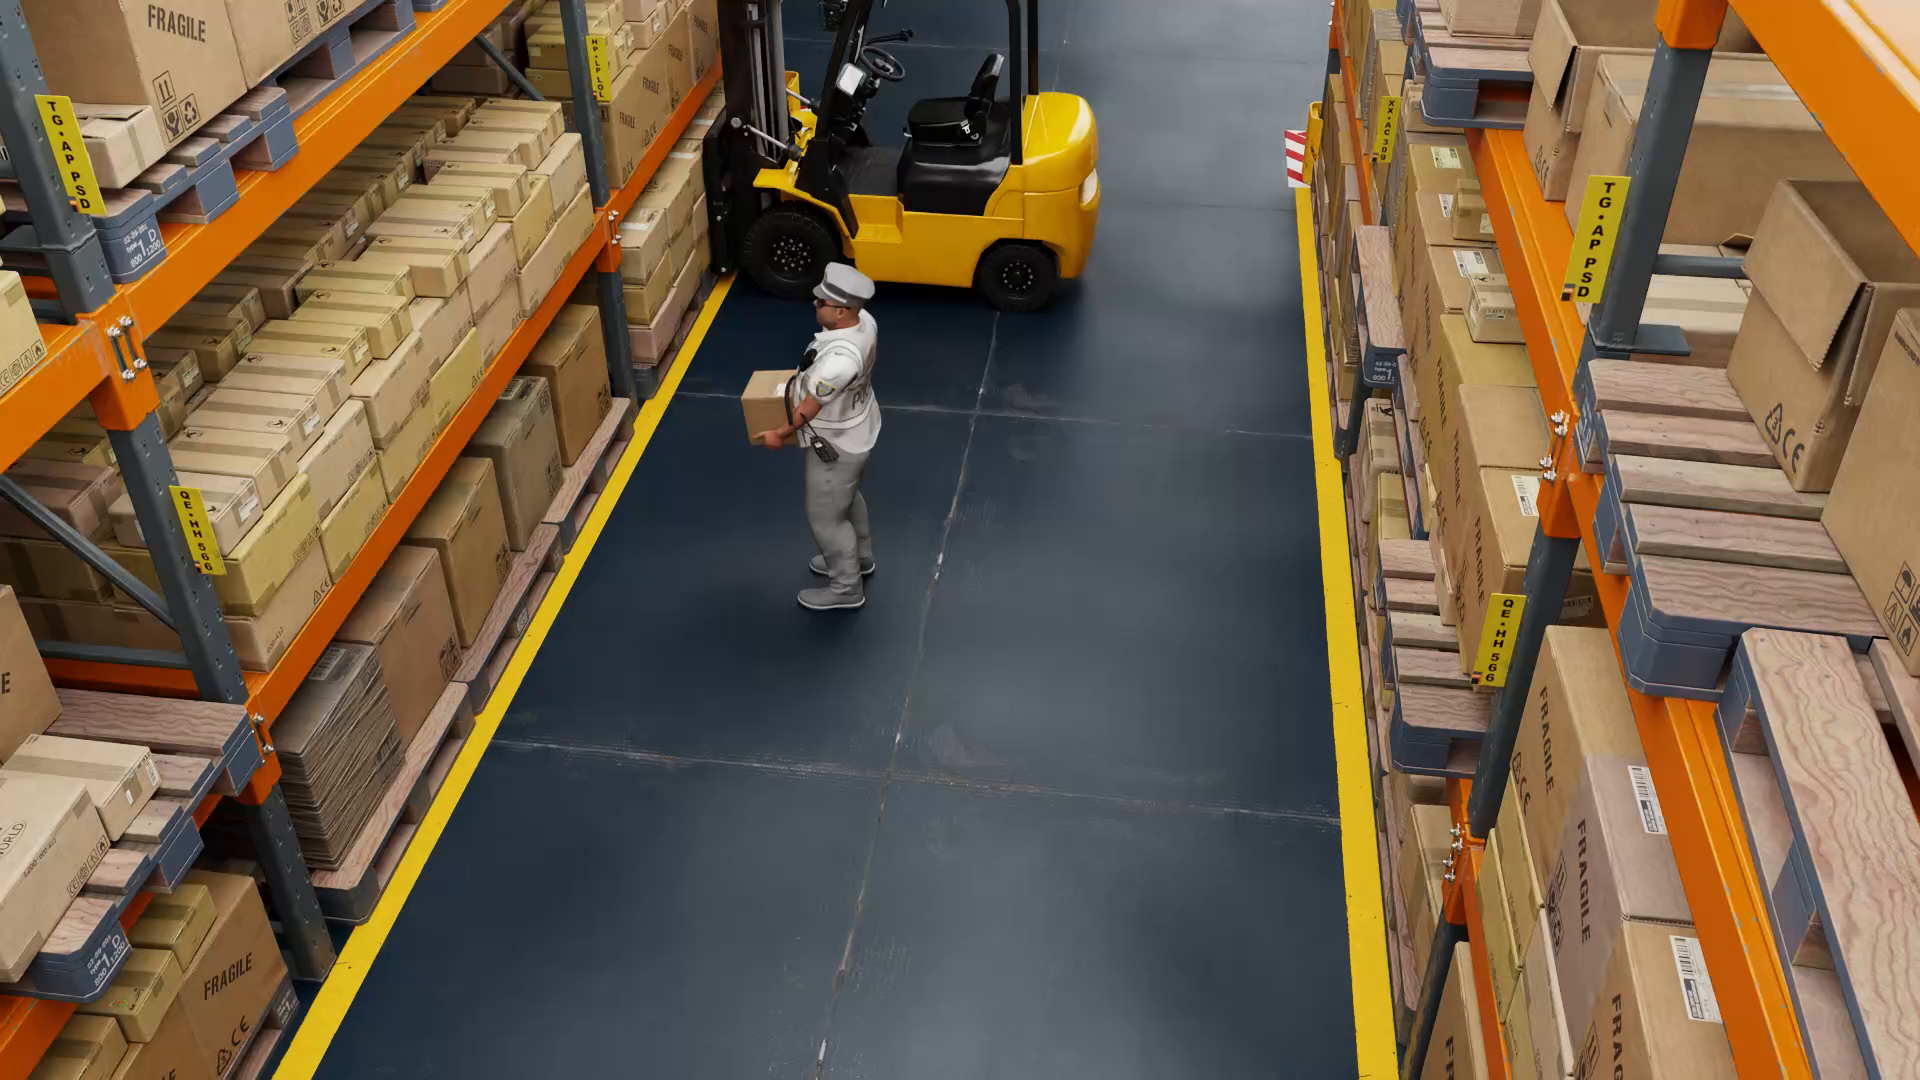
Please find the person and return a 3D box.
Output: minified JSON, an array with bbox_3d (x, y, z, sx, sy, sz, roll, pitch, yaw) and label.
[{"bbox_3d":[-0.646,-0.477,7.679,0.573,1.767,0.494,5,36,7],"label":"person"}]
